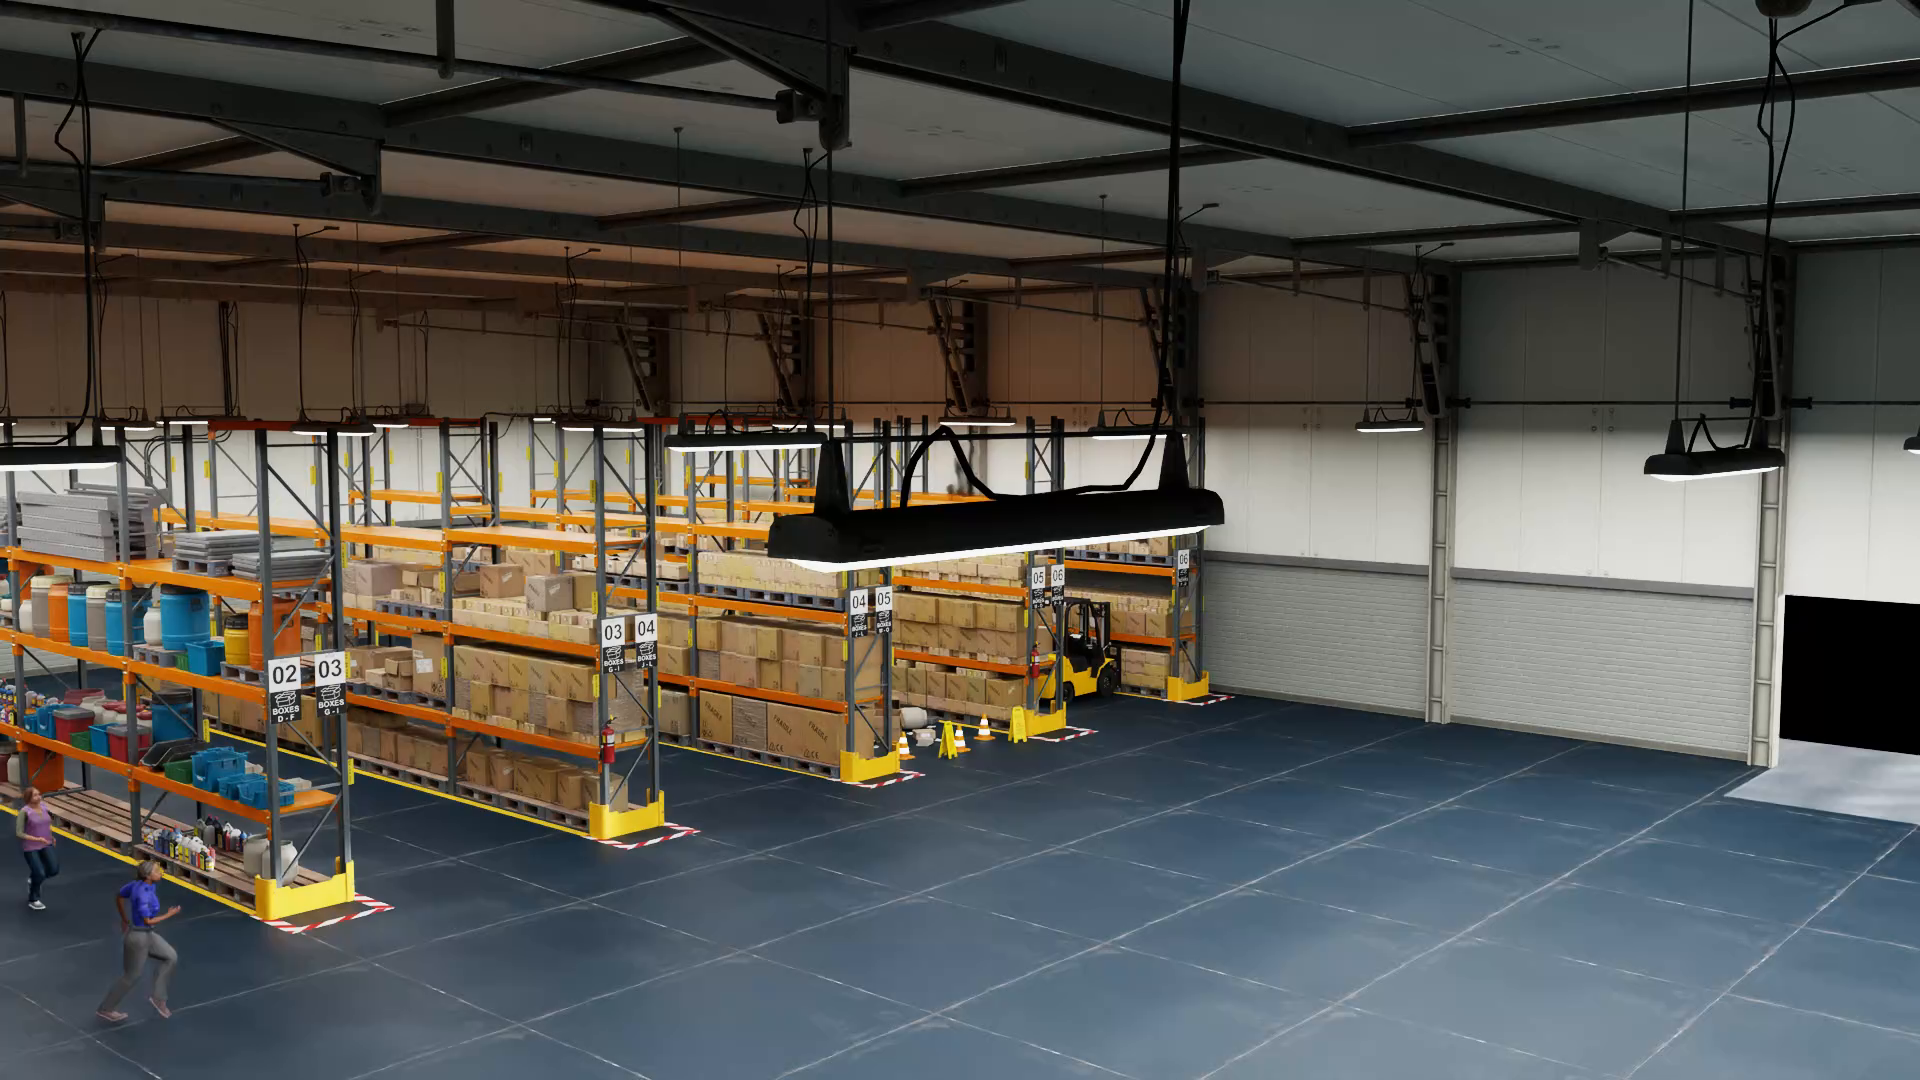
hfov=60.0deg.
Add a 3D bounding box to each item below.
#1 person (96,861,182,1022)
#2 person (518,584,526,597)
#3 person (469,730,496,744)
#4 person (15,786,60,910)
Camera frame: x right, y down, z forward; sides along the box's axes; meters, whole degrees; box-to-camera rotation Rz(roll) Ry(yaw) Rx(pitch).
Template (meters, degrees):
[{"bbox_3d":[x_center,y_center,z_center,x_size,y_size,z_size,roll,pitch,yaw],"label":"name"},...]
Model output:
[{"bbox_3d":[-8.382,4.105,16.963,0.824,1.675,0.599,-2,5,-26],"label":"person"},{"bbox_3d":[-11.741,1.699,44.940,0.651,1.775,0.997,2,5,21],"label":"person"},{"bbox_3d":[-8.940,2.980,31.007,0.939,1.632,0.638,4,6,37],"label":"person"},{"bbox_3d":[-11.490,3.835,20.724,0.553,1.551,0.532,2,5,24],"label":"person"}]
